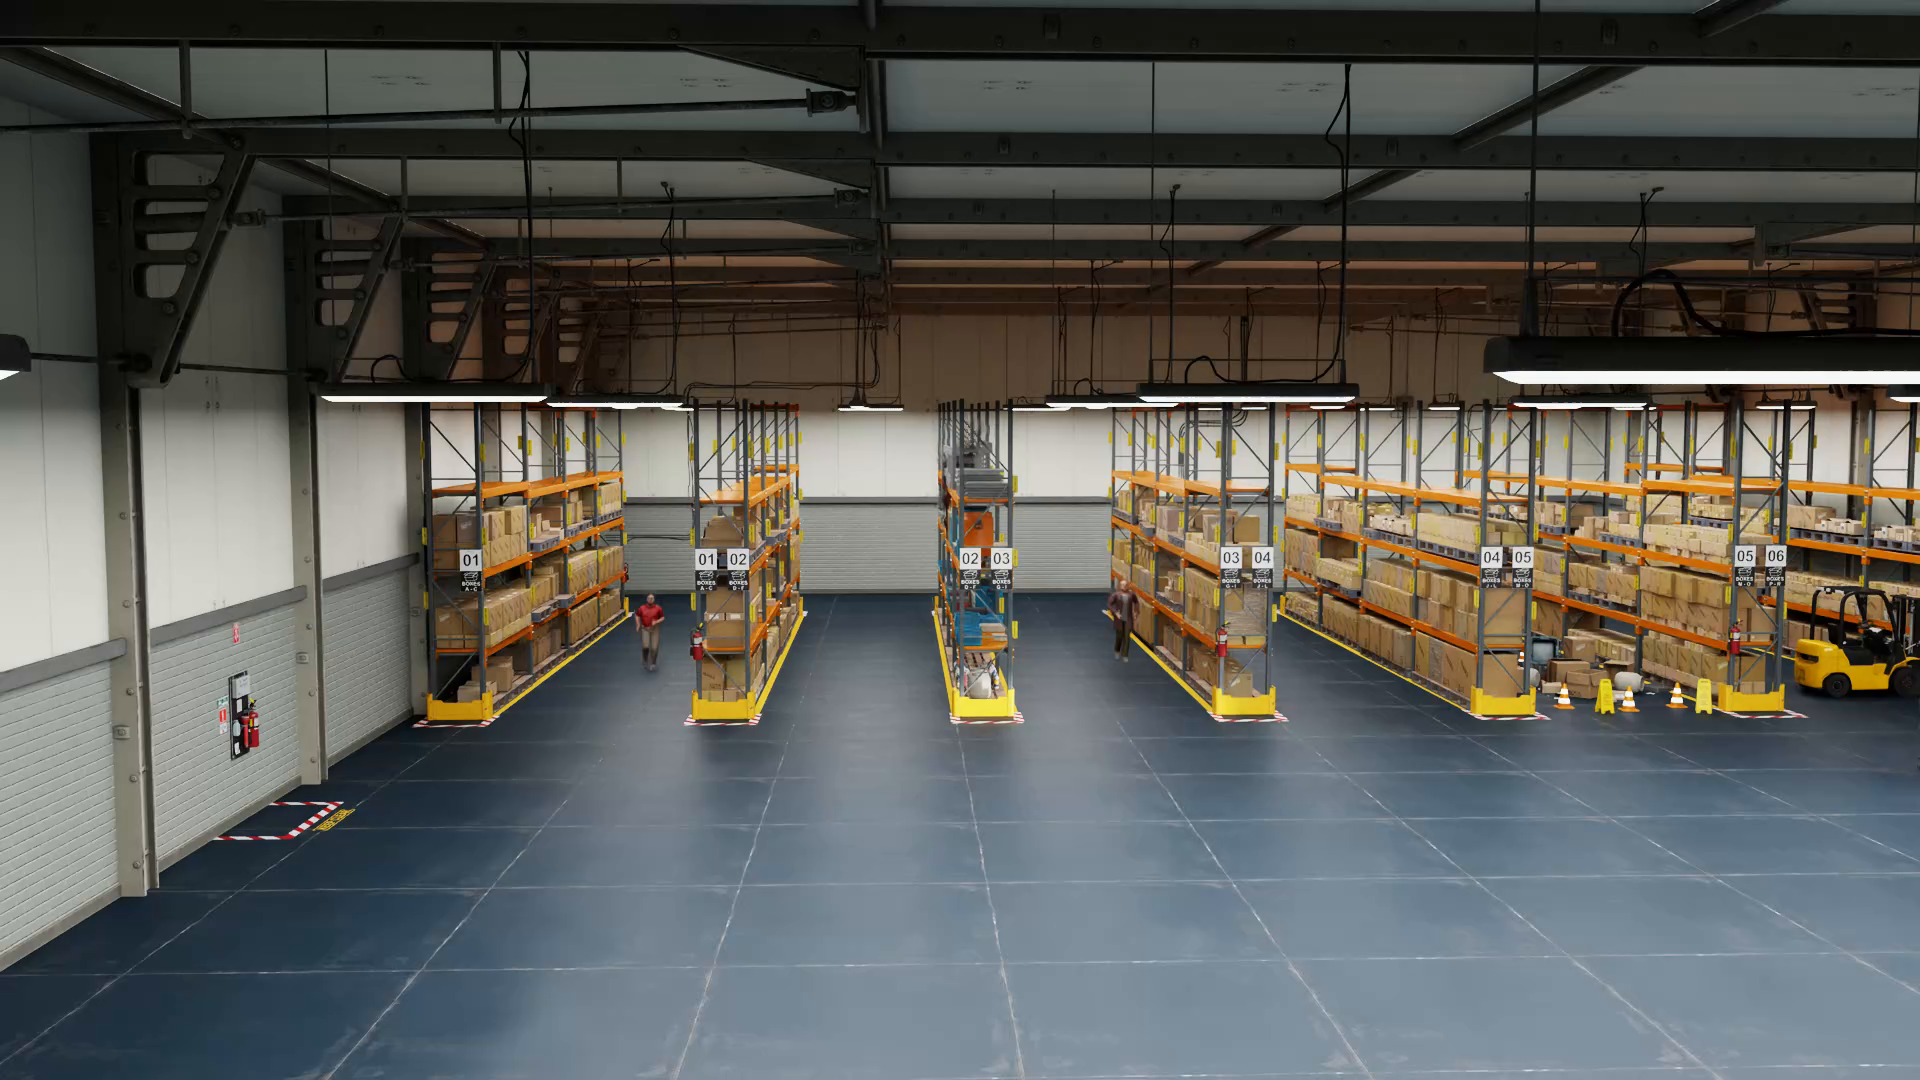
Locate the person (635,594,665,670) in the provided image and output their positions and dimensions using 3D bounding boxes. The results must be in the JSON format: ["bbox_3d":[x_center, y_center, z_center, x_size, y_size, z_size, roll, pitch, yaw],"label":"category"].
[{"bbox_3d":[-6.899,2.059,37.030,0.647,1.693,0.643,-1,4,-12],"label":"person"}]

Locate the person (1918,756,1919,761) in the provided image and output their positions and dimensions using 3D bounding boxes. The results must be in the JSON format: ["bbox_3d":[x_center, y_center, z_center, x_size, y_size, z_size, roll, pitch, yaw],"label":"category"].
[{"bbox_3d":[15.266,2.933,25.835,0.585,1.683,0.660,4,6,40],"label":"person"}]

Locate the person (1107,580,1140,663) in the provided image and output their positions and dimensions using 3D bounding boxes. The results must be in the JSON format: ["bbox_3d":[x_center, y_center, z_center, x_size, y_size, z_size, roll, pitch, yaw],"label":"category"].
[{"bbox_3d":[3.605,1.821,36.617,0.733,1.714,0.778,0,4,-5],"label":"person"}]
